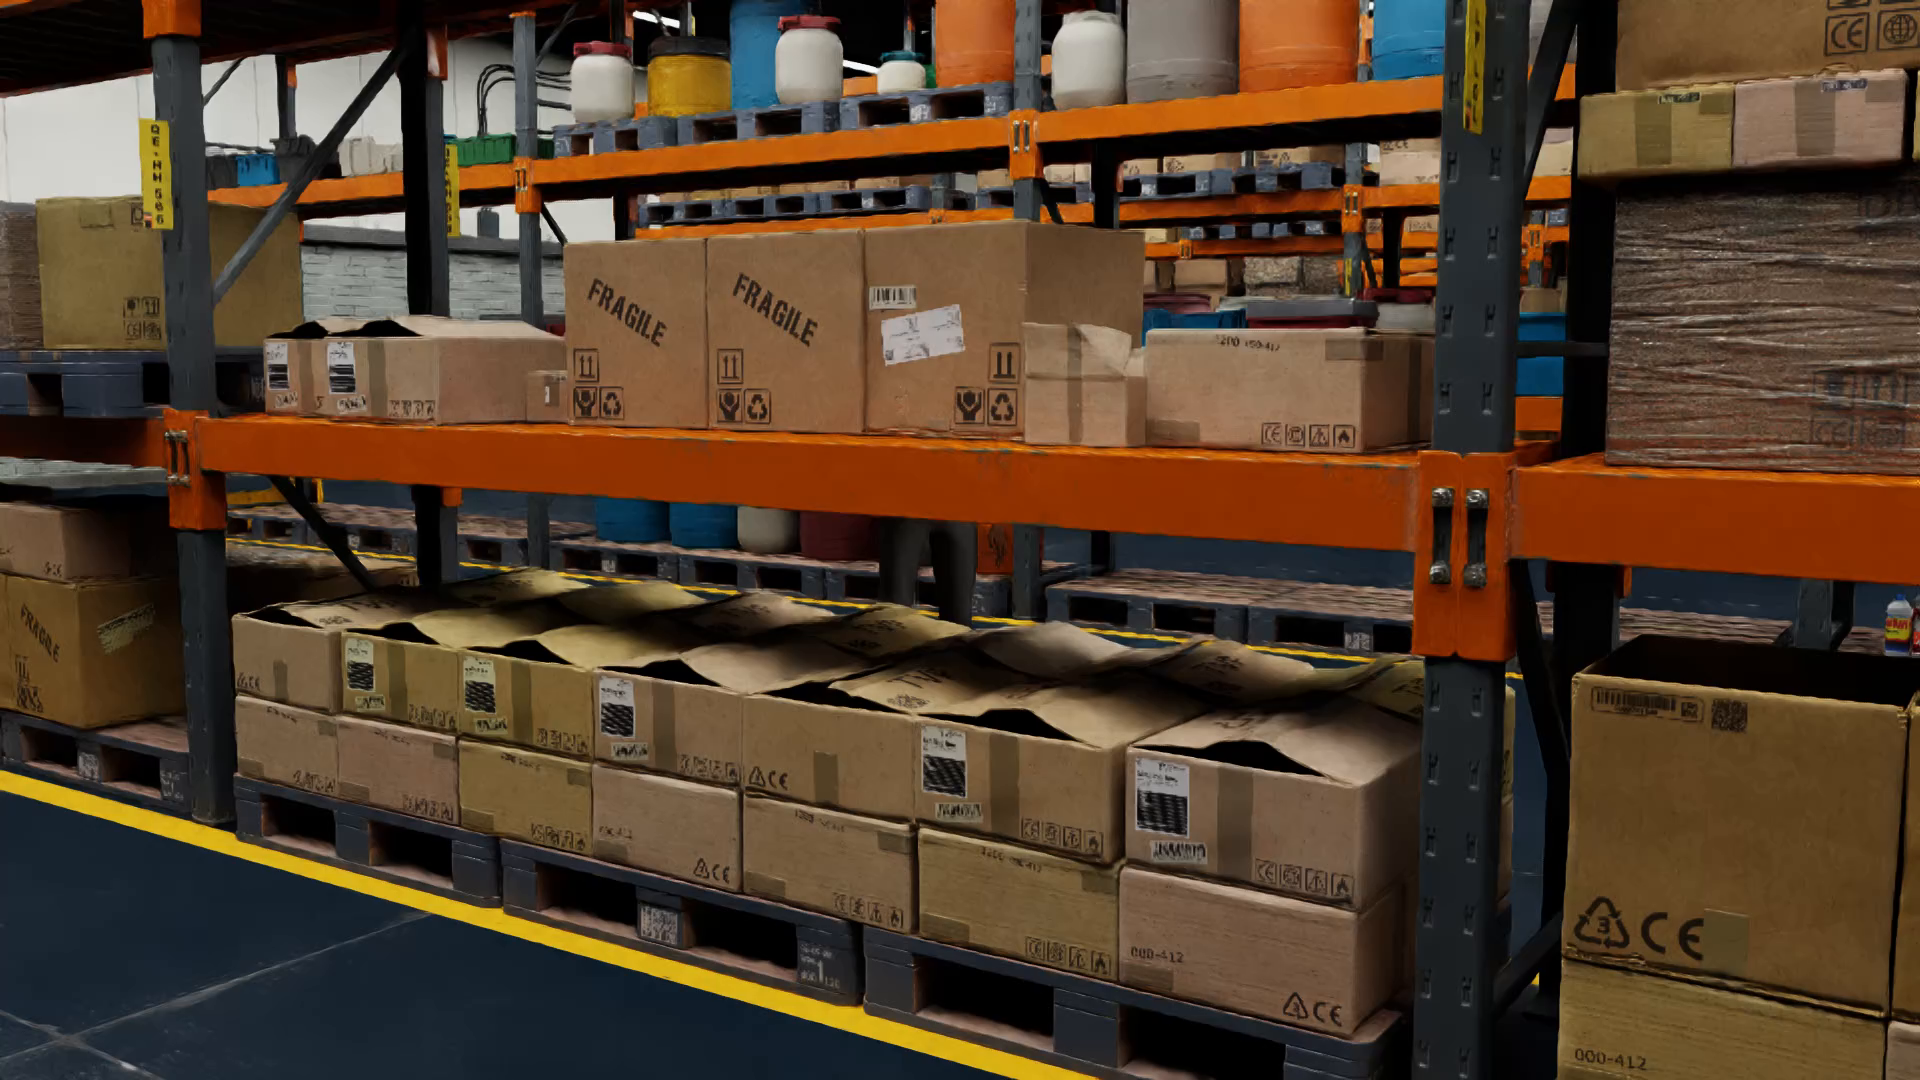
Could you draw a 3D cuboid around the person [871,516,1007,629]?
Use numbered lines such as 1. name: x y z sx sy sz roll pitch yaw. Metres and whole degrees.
1. person: -0.098 -0.076 6.458 0.549 1.663 0.319 -1 6 -5
